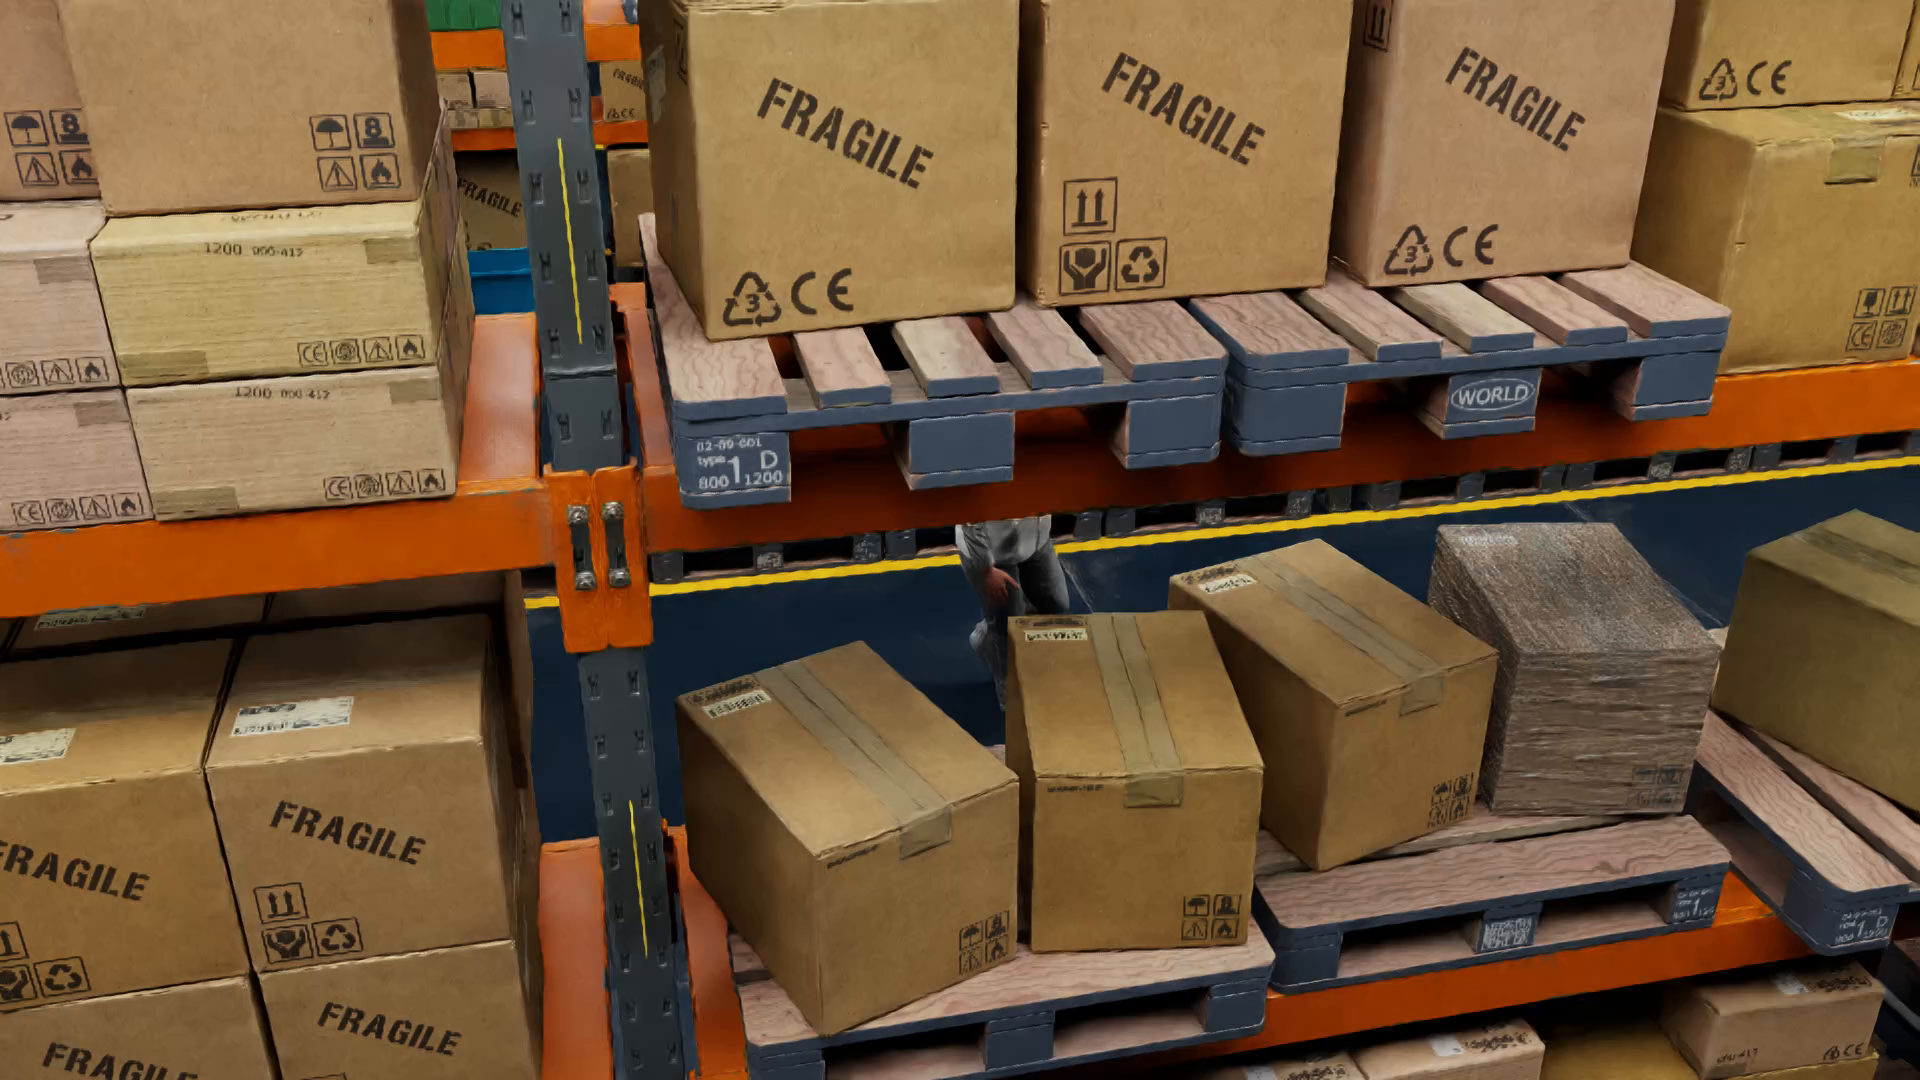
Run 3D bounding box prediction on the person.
[{"bbox_3d":[0.158,0.008,7.076,0.523,1.751,0.592,18,32,31],"label":"person"}]
